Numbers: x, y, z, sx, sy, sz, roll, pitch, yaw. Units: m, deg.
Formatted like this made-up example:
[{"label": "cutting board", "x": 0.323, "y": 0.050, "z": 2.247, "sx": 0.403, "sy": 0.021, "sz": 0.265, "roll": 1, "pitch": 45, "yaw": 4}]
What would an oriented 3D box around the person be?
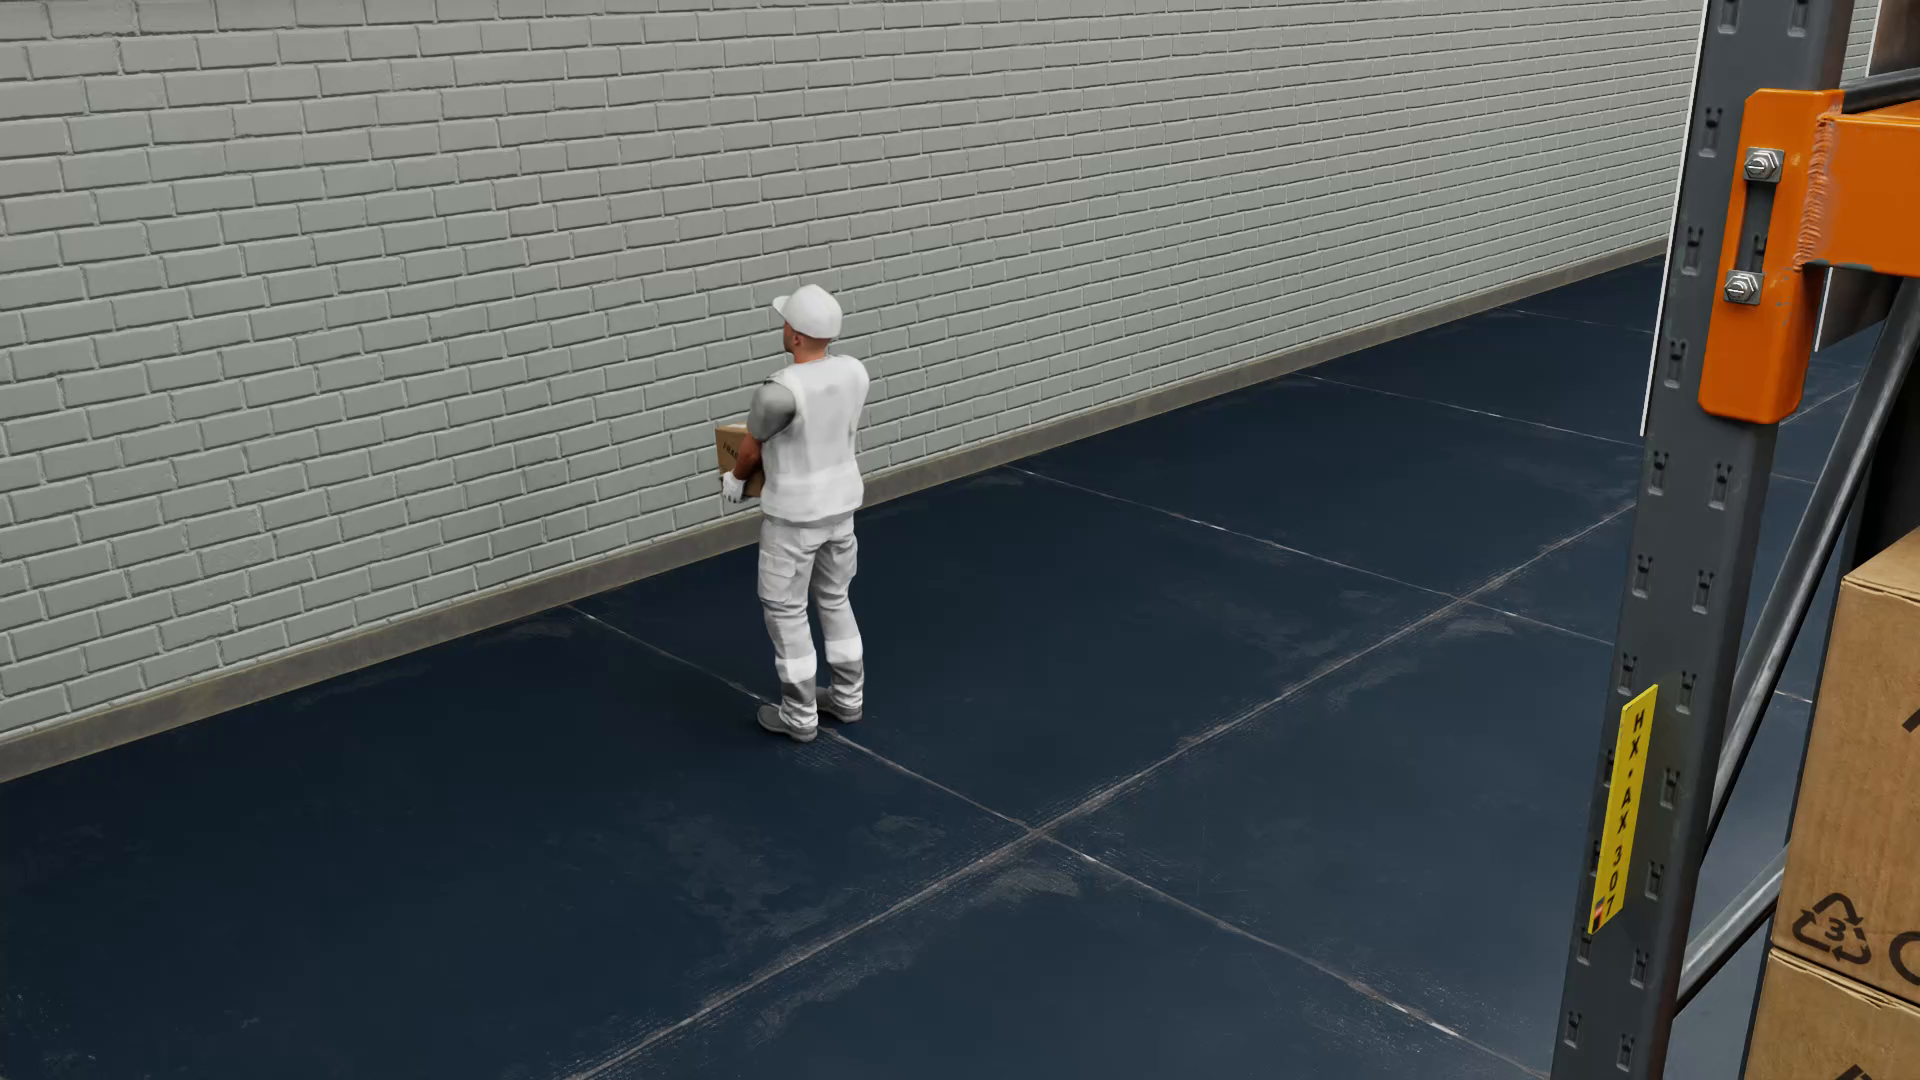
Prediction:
[{"label": "person", "x": -0.649, "y": -0.120, "z": 6.376, "sx": 0.573, "sy": 1.782, "sz": 0.493, "roll": 19, "pitch": 28, "yaw": 41}]
